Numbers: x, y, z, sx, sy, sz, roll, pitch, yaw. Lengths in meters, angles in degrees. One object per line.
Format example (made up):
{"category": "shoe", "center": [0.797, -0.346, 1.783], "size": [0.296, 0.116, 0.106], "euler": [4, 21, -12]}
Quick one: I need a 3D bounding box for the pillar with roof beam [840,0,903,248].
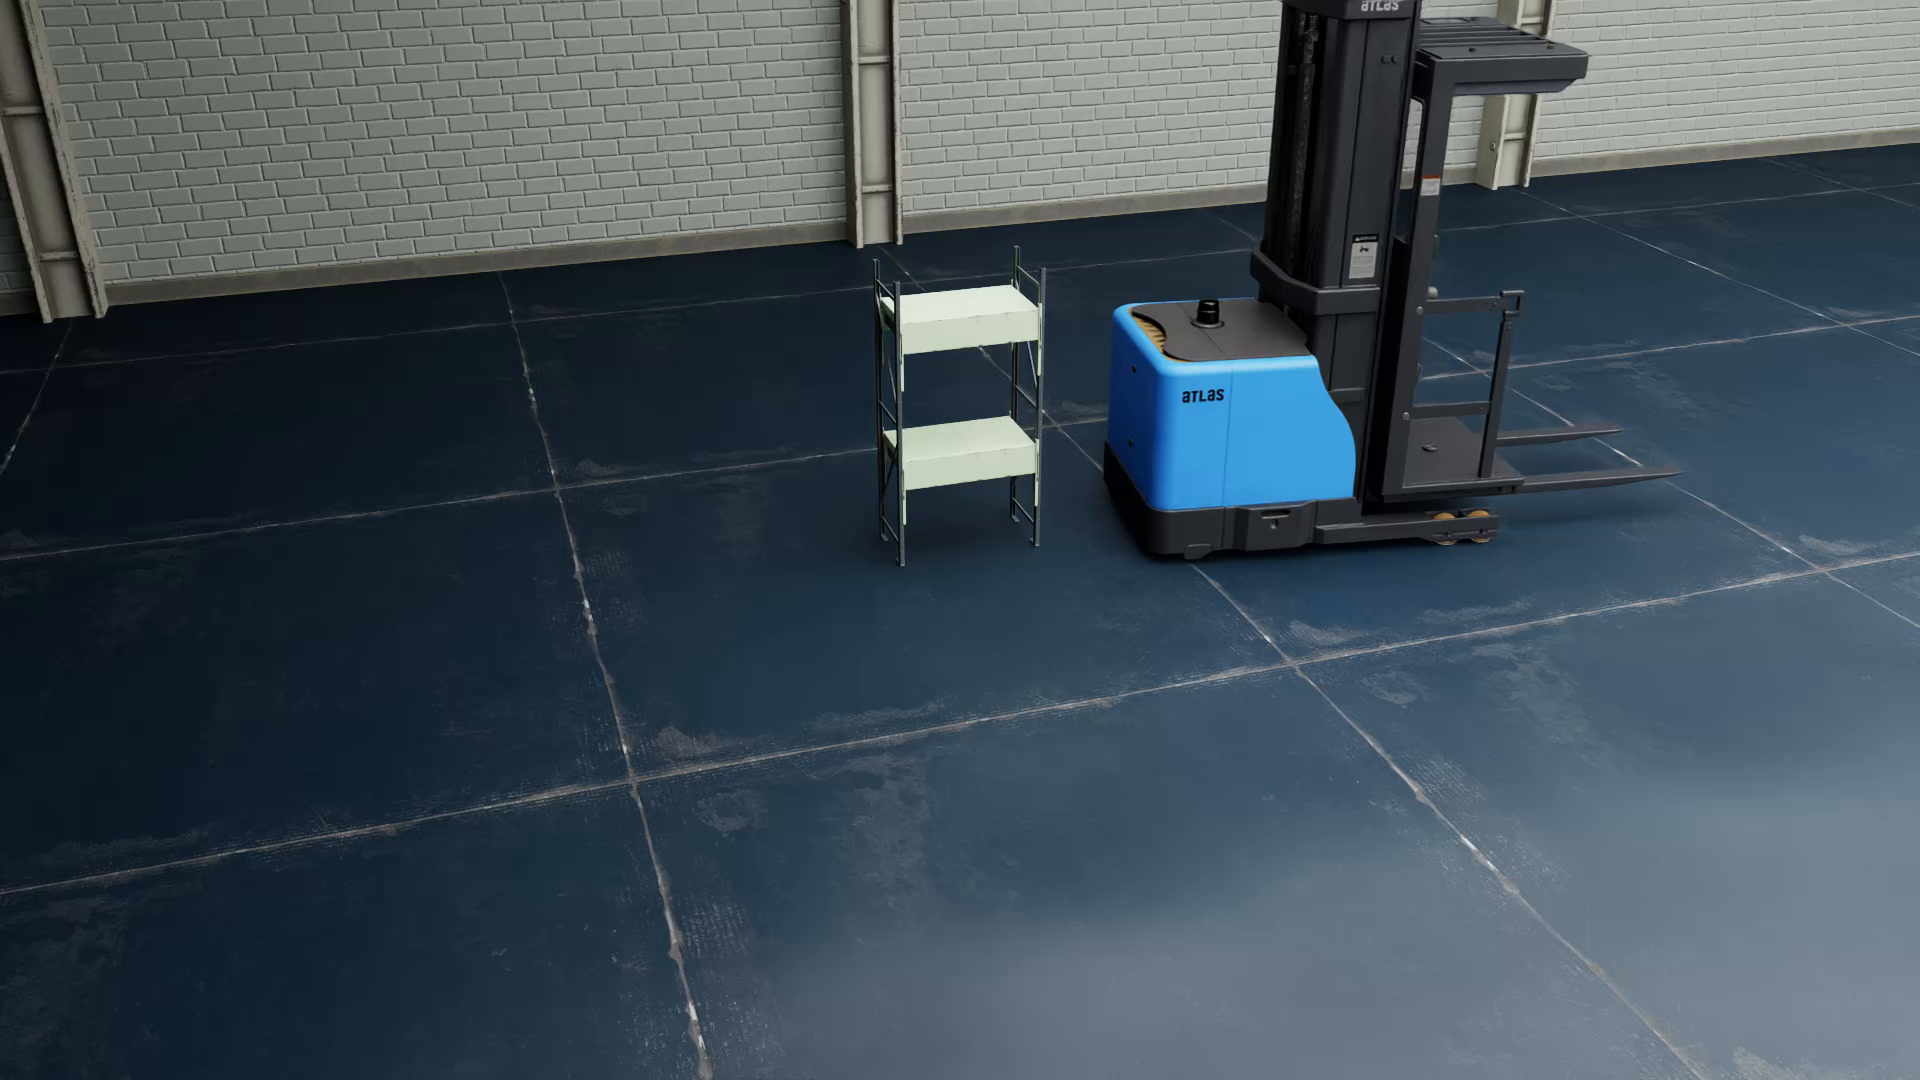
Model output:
{"category": "pillar with roof beam", "center": [0.632, -4.678, 8.052], "size": [0.400, 9.000, 9.100], "euler": [-8, 28, -16]}

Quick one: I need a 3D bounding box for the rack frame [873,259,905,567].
{"category": "rack frame", "center": [-0.354, -0.620, 8.313], "size": [0.023, 1.500, 0.400], "euler": [-8, 28, -16]}

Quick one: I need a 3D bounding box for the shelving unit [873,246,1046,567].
{"category": "shelving unit", "center": [-0.006, -0.671, 8.415], "size": [0.755, 1.500, 0.431], "euler": [-8, 28, -16]}

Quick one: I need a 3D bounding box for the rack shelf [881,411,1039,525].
{"category": "rack shelf", "center": [-0.006, -0.379, 8.560], "size": [0.720, 0.370, 0.431], "euler": [-8, 28, -16]}

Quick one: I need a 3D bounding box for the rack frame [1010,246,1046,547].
{"category": "rack frame", "center": [0.342, -0.721, 8.516], "size": [0.023, 1.500, 0.400], "euler": [-8, 28, -16]}

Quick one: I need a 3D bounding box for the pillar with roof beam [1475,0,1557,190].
{"category": "pillar with roof beam", "center": [6.337, -5.504, 9.717], "size": [0.400, 9.000, 9.100], "euler": [-8, 28, -16]}

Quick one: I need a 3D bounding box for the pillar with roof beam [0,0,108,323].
{"category": "pillar with roof beam", "center": [-5.073, -3.851, 6.388], "size": [0.400, 9.000, 9.100], "euler": [-8, 28, -16]}

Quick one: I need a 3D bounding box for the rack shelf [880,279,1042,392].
{"category": "rack shelf", "center": [-0.006, -1.020, 8.241], "size": [0.720, 0.370, 0.431], "euler": [-8, 28, -16]}

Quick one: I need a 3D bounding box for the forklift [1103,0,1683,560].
{"category": "forklift", "center": [2.364, -1.511, 8.498], "size": [3.031, 2.935, 1.130], "euler": [-4, 27, -9]}
